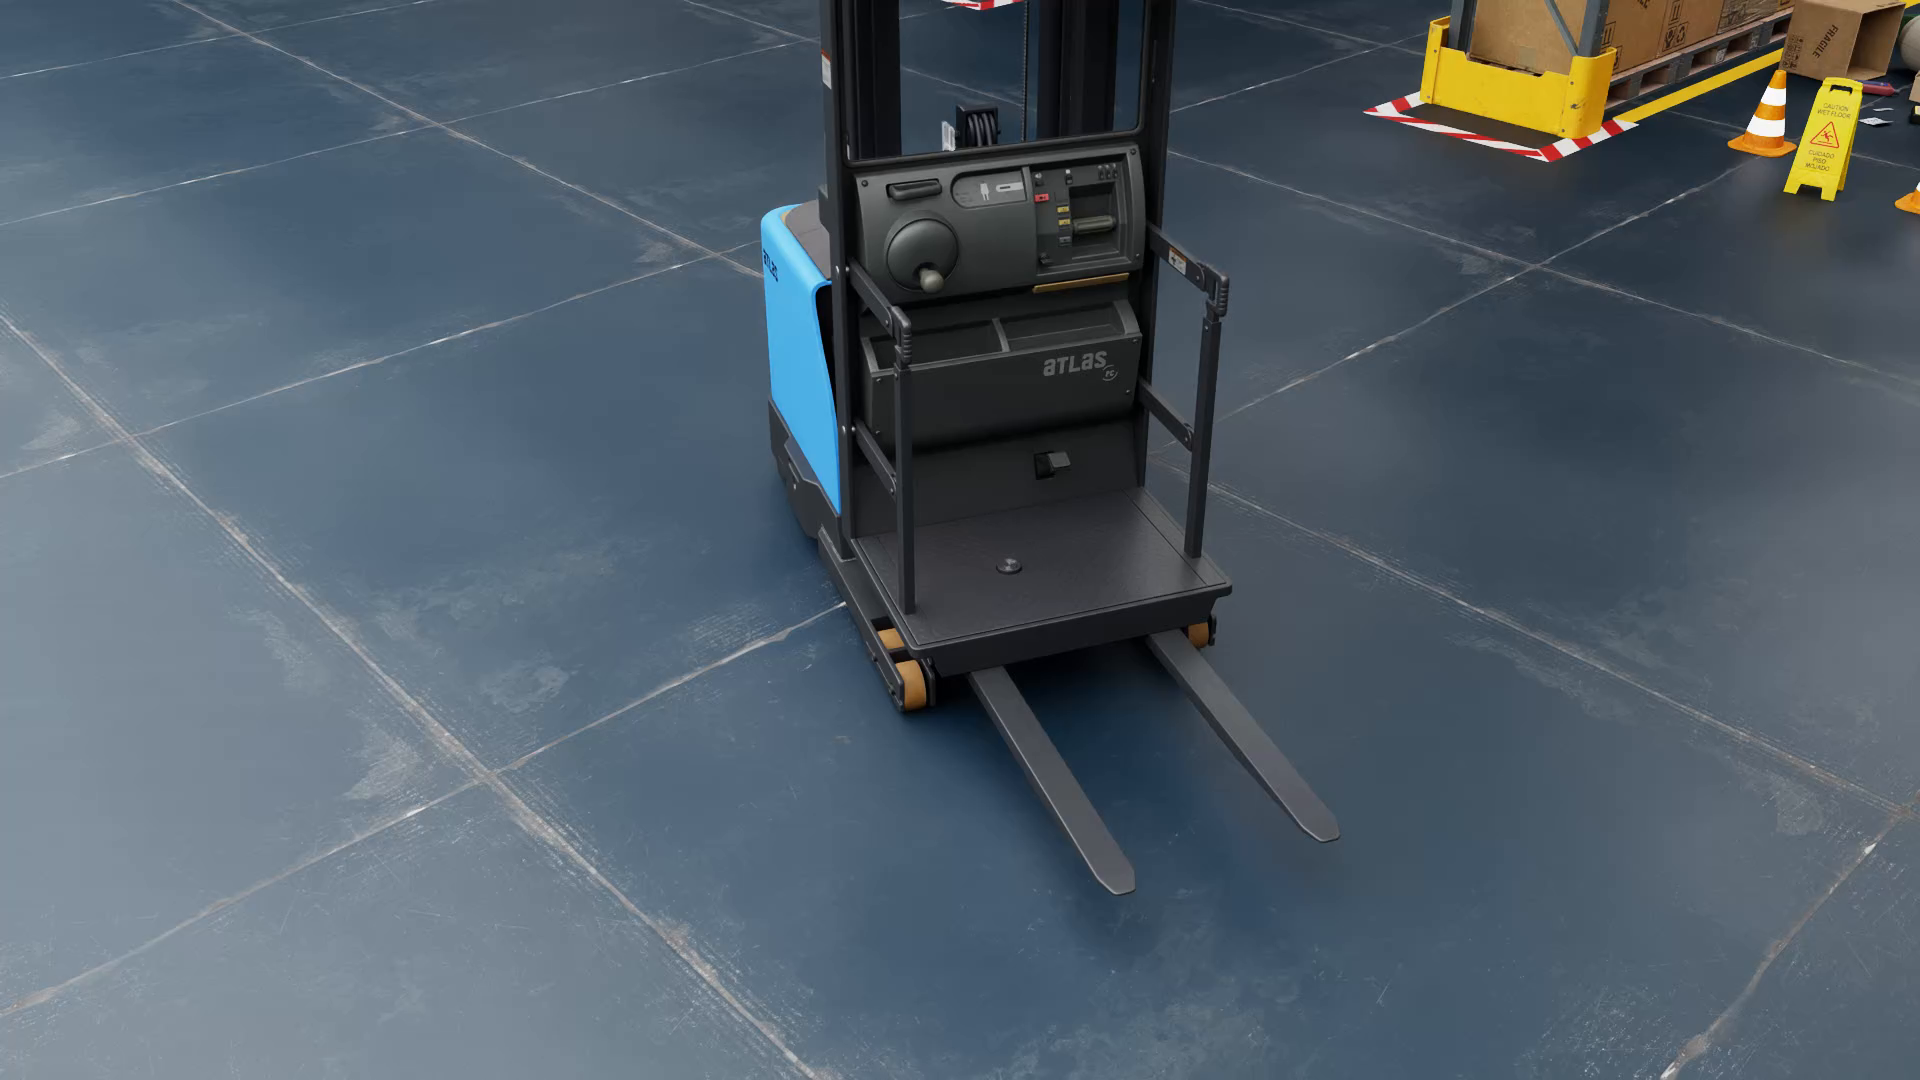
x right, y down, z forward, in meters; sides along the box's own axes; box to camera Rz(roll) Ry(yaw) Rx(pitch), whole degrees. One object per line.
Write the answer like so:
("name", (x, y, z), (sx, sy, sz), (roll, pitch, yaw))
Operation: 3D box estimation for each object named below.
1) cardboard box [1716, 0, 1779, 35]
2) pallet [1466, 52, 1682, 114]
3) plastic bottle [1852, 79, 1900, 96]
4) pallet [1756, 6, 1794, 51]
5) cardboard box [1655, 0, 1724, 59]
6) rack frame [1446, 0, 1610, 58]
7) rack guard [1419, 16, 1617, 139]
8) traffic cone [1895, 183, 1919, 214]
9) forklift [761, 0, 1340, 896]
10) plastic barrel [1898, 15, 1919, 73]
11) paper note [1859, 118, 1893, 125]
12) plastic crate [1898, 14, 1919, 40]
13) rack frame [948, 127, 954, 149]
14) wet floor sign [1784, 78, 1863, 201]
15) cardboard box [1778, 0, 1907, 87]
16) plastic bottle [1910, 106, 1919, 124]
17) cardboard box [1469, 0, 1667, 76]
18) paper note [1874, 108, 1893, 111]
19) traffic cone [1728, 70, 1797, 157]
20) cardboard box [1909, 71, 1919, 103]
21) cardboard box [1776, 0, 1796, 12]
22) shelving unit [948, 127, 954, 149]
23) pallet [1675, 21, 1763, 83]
("cardboard box", (5.325, -4.218, 11.908), (0.875, 0.875, 0.875), (-25, 40, -35))
("pallet", (4.092, -3.168, 11.229), (1.213, 0.211, 1.003), (-26, 40, -35))
("plastic bottle", (6.140, -3.027, 11.141), (0.283, 0.061, 0.133), (15, 34, 23))
("pallet", (5.881, -4.034, 12.644), (1.213, 0.211, 1.003), (-26, 40, -35))
("cardboard box", (4.655, -3.896, 11.380), (0.875, 0.875, 0.875), (-27, 40, -36))
("rack frame", (3.559, -4.044, 9.989), (0.127, 3.000, 1.000), (-26, 40, -35))
("rack guard", (3.542, -2.969, 10.627), (0.348, 0.500, 1.175), (-26, 40, -35))
("traffic cone", (5.433, -2.054, 9.166), (0.334, 0.463, 0.336), (-26, 40, -35))
("forklift", (0.211, -0.940, 4.978), (1.130, 2.935, 3.031), (-11, 33, -17))
("plastic barrel", (6.703, -3.375, 11.363), (0.421, 0.421, 0.512), (-1, 31, -2))
("paper note", (5.833, -2.669, 10.587), (0.142, 0.017, 0.144), (-12, 34, -19))
("plastic crate", (7.256, -3.725, 12.107), (0.662, 0.188, 0.450), (-7, 22, -11))
("rack frame", (-0.001, -1.084, 6.872), (0.015, 1.200, 0.240), (-11, 33, -17))
("wet floor sign", (4.884, -2.272, 9.348), (0.267, 0.644, 0.232), (22, 37, 31))
("cardboard box", (6.052, -3.455, 11.418), (0.500, 0.500, 0.500), (-19, 36, -28))
("plastic bottle", (6.170, -2.729, 10.655), (0.133, 0.061, 0.283), (15, 34, 23))
("cardboard box", (4.011, -3.583, 10.868), (0.875, 0.875, 0.875), (-26, 40, -35))
("paper note", (6.011, -2.802, 10.823), (0.123, 0.001, 0.032), (-7, 32, -11))
("traffic cone", (4.914, -2.607, 10.070), (0.334, 0.463, 0.336), (-26, 40, -35))
("cardboard box", (6.484, -2.983, 10.873), (0.258, 0.266, 0.396), (-19, 36, -28))
("cardboard box", (5.983, -4.540, 12.433), (0.875, 0.875, 0.875), (-25, 39, -35))
("shelving unit", (-0.231, -1.041, 6.802), (0.503, 1.200, 0.258), (-11, 33, -17))
("pallet", (4.987, -3.599, 11.933), (1.213, 0.211, 1.003), (-26, 40, -35))
